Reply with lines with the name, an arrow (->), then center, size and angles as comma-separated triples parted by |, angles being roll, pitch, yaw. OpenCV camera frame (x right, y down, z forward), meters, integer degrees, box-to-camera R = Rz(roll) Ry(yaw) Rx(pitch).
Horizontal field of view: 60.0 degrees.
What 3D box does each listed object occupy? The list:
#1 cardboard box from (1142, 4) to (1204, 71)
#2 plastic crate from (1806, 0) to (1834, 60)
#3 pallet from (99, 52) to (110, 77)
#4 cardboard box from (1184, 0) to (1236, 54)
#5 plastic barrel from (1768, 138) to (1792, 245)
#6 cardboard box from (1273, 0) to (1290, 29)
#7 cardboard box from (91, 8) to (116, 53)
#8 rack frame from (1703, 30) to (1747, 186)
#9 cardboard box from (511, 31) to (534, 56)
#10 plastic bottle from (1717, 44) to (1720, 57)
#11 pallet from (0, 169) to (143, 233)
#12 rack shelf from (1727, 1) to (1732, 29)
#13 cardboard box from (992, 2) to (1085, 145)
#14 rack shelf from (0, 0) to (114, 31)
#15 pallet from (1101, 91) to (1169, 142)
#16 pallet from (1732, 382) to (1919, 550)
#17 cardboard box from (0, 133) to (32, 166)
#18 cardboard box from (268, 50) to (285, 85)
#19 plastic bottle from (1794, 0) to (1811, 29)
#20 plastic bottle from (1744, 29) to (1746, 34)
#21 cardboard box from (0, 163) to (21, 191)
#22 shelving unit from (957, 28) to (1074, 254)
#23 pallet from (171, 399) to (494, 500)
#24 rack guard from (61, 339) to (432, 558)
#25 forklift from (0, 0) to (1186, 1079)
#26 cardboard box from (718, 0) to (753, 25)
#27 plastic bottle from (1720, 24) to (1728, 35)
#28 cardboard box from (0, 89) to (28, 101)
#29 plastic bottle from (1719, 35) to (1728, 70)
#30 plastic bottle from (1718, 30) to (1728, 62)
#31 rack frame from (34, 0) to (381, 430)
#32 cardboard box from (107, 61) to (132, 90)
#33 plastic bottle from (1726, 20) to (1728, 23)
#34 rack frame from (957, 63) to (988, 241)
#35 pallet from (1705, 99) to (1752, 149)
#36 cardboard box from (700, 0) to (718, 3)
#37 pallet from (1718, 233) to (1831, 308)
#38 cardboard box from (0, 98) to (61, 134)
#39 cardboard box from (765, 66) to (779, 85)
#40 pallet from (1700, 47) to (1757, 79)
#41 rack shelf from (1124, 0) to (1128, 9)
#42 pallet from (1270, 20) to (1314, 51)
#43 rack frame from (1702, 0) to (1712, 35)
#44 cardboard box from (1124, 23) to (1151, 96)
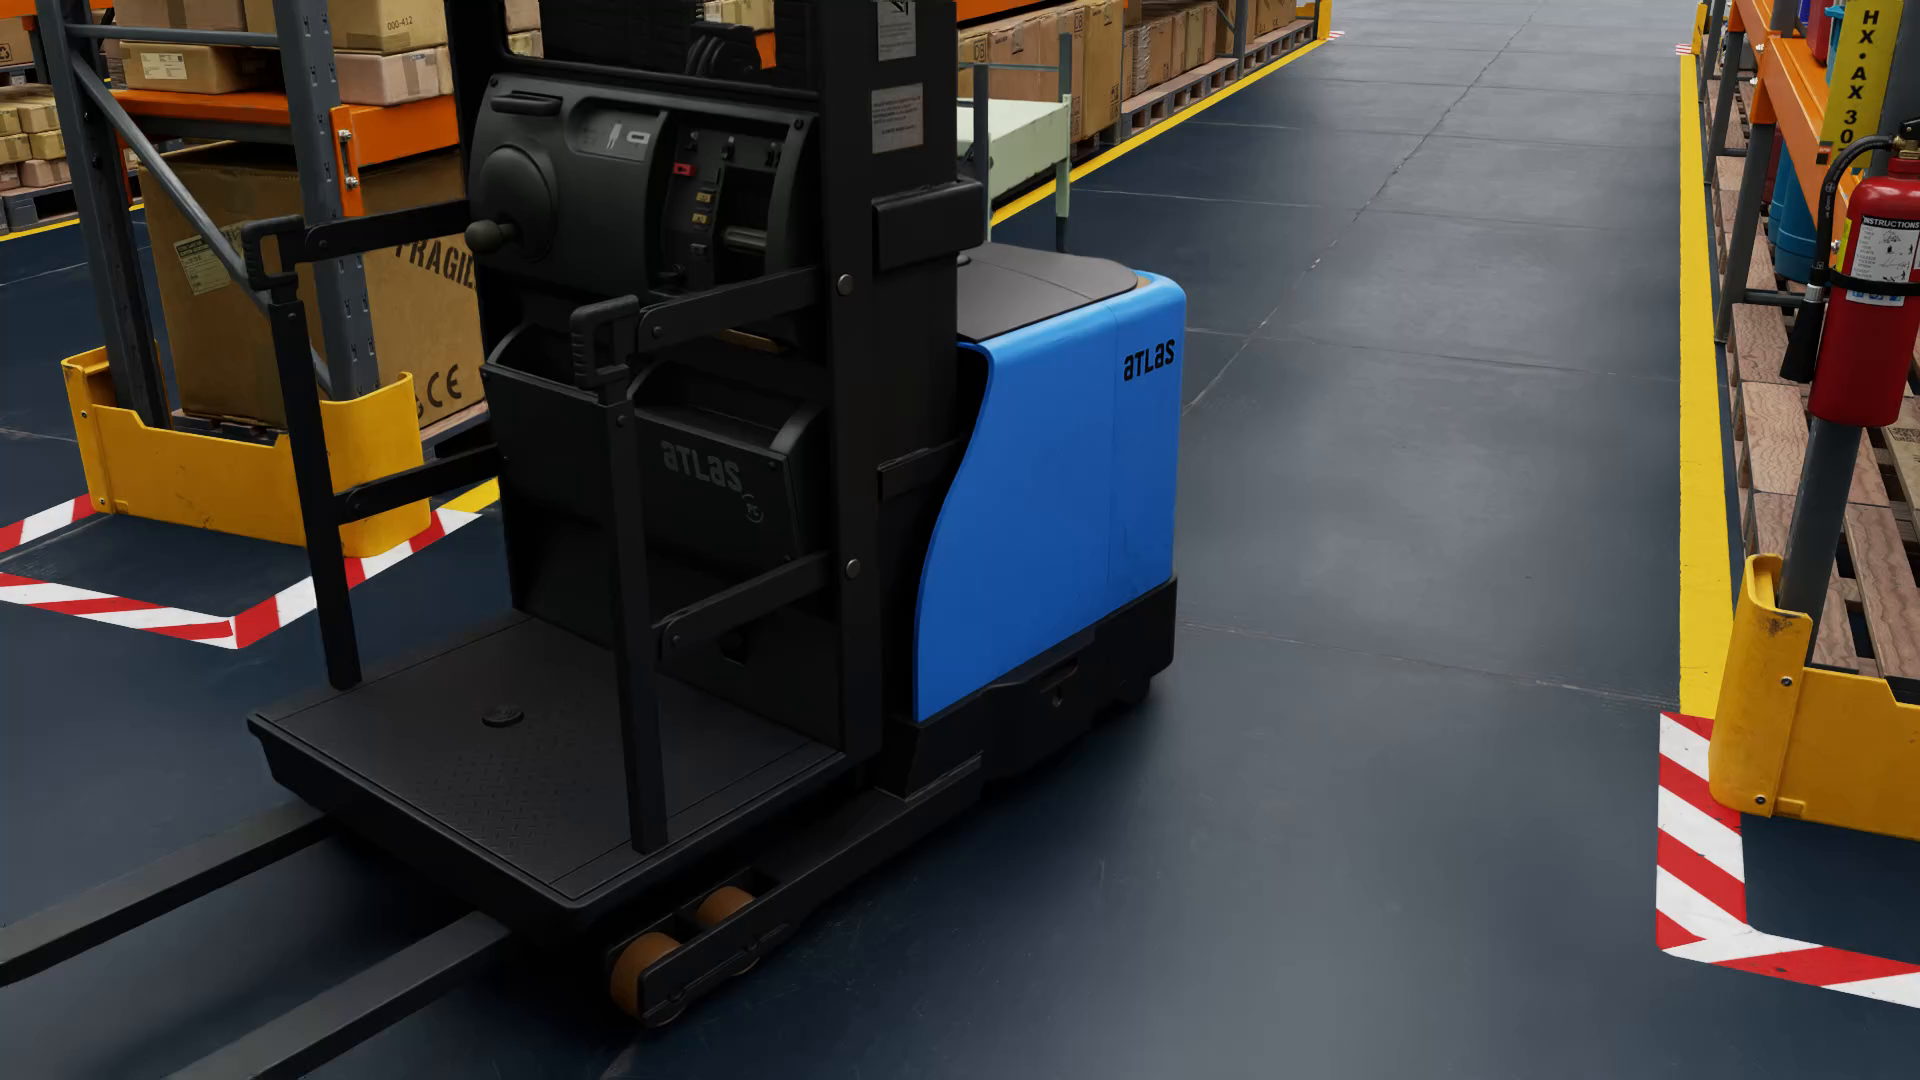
cardboard box -> 1.733, -4.433, 14.642 | 0.700, 0.500, 0.500 | 9, 24, 20
plastic crate -> 3.238, -1.969, 5.912 | 0.402, 0.464, 0.583 | 9, 24, 20
pallet -> -8.220, -4.748, 16.342 | 1.003, 0.211, 1.213 | 9, 24, 20
cardboard box -> 2.361, -4.945, 15.896 | 0.500, 0.500, 0.500 | 8, 24, 18
plastic barrel -> 4.283, -1.867, 8.005 | 0.600, 0.901, 0.708 | 9, 24, 20
cardboard box -> 3.223, -5.799, 17.941 | 0.500, 0.500, 0.500 | 16, 28, 34
cardboard box -> -8.292, -4.937, 16.042 | 0.950, 0.372, 0.625 | 7, 24, 16
rack frame -> 5.288, -3.627, 10.042 | 1.000, 3.000, 0.127 | 9, 24, 20
cardboard box -> -1.655, -1.621, 5.565 | 0.380, 0.149, 0.250 | 8, 24, 19
plastic bottle -> 7.019, -4.530, 15.263 | 0.097, 0.201, 0.097 | 0, 23, 0
pallet -> -5.580, -2.119, 10.049 | 1.003, 0.211, 1.213 | 9, 24, 20
rack shelf -> 6.031, -4.011, 11.894 | 1.077, 0.370, 4.000 | 9, 24, 20
cardboard box -> 0.076, -2.988, 10.723 | 1.225, 0.875, 0.875 | 9, 24, 20
rack shelf -> -6.107, -2.603, 8.524 | 1.077, 0.370, 4.000 | 9, 24, 20
pallet -> 0.981, -3.329, 12.946 | 1.003, 0.211, 1.213 | 9, 24, 20
pallet -> 3.114, -0.202, 5.460 | 1.003, 0.211, 1.213 | 9, 24, 20
cardboard box -> -5.542, -2.236, 9.479 | 0.380, 0.149, 0.250 | 9, 24, 21
cardboard box -> -2.360, -1.625, 5.575 | 0.380, 0.149, 0.250 | 9, 24, 21
plastic bottle -> 3.649, -2.326, 7.087 | 0.152, 0.276, 0.135 | 9, 24, 20
plastic bottle -> 7.042, -4.459, 14.986 | 0.061, 0.283, 0.133 | 9, 24, 20
cardboard box -> -5.616, -2.079, 9.488 | 0.380, 0.149, 0.250 | 8, 24, 19
shelving unit -> 0.017, -0.708, 4.988 | 0.431, 1.500, 0.755 | 8, 25, 19
pallet -> -2.058, -0.484, 6.135 | 1.003, 0.211, 1.213 | 9, 24, 20
rack guard -> -2.291, -0.311, 5.347 | 1.175, 0.500, 0.348 | 9, 24, 20
forklift -> -0.770, -0.668, 3.047 | 1.130, 2.935, 3.031 | 18, 28, 36
cardboard box -> -1.082, -2.173, 6.886 | 0.380, 0.149, 0.250 | 8, 24, 19
plastic bottle -> 7.132, -4.671, 15.511 | 0.097, 0.271, 0.097 | 0, 23, 0
cardboard box -> -5.841, -2.620, 10.013 | 0.380, 0.149, 0.250 | 10, 25, 23
plastic bottle -> 6.646, -4.227, 14.433 | 0.061, 0.283, 0.133 | 10, 25, 23
plastic bottle -> 6.839, -4.413, 14.876 | 0.061, 0.283, 0.133 | 11, 25, 24
rack frame -> -2.282, -1.473, 4.886 | 1.000, 3.000, 0.127 | 9, 24, 20
cardboard box -> -5.323, -2.992, 11.220 | 0.500, 0.500, 0.500 | 8, 24, 19
plastic bottle -> 7.297, -4.830, 15.890 | 0.097, 0.271, 0.097 | 0, 23, 0
rack frame -> -0.114, -0.573, 4.674 | 0.400, 1.500, 0.023 | 8, 25, 19
pallet -> 6.067, -3.047, 12.271 | 1.003, 0.211, 1.213 | 9, 24, 20
cardboard box -> -1.287, -2.228, 6.501 | 0.500, 0.250, 0.500 | 8, 24, 19
pallet -> 4.128, -1.179, 7.799 | 1.003, 0.211, 1.213 | 9, 24, 20
cardboard box -> -5.398, -2.452, 9.611 | 0.380, 0.149, 0.250 | 9, 24, 20
cardboard box -> -1.116, -1.893, 8.103 | 0.875, 0.875, 0.875 | 9, 24, 20
pallet -> 7.514, -4.444, 15.616 | 1.003, 0.211, 1.213 | 9, 24, 20
rack shelf -> 1.432, -4.720, 13.591 | 1.077, 0.370, 4.000 | 9, 24, 20
pallet -> 3.298, -5.599, 18.382 | 1.003, 0.211, 1.213 | 9, 24, 20
rack frame -> 8.260, -6.490, 16.895 | 1.000, 3.000, 0.127 | 9, 24, 20
cardboard box -> 1.114, -3.829, 13.197 | 0.700, 0.500, 0.500 | 7, 24, 16
